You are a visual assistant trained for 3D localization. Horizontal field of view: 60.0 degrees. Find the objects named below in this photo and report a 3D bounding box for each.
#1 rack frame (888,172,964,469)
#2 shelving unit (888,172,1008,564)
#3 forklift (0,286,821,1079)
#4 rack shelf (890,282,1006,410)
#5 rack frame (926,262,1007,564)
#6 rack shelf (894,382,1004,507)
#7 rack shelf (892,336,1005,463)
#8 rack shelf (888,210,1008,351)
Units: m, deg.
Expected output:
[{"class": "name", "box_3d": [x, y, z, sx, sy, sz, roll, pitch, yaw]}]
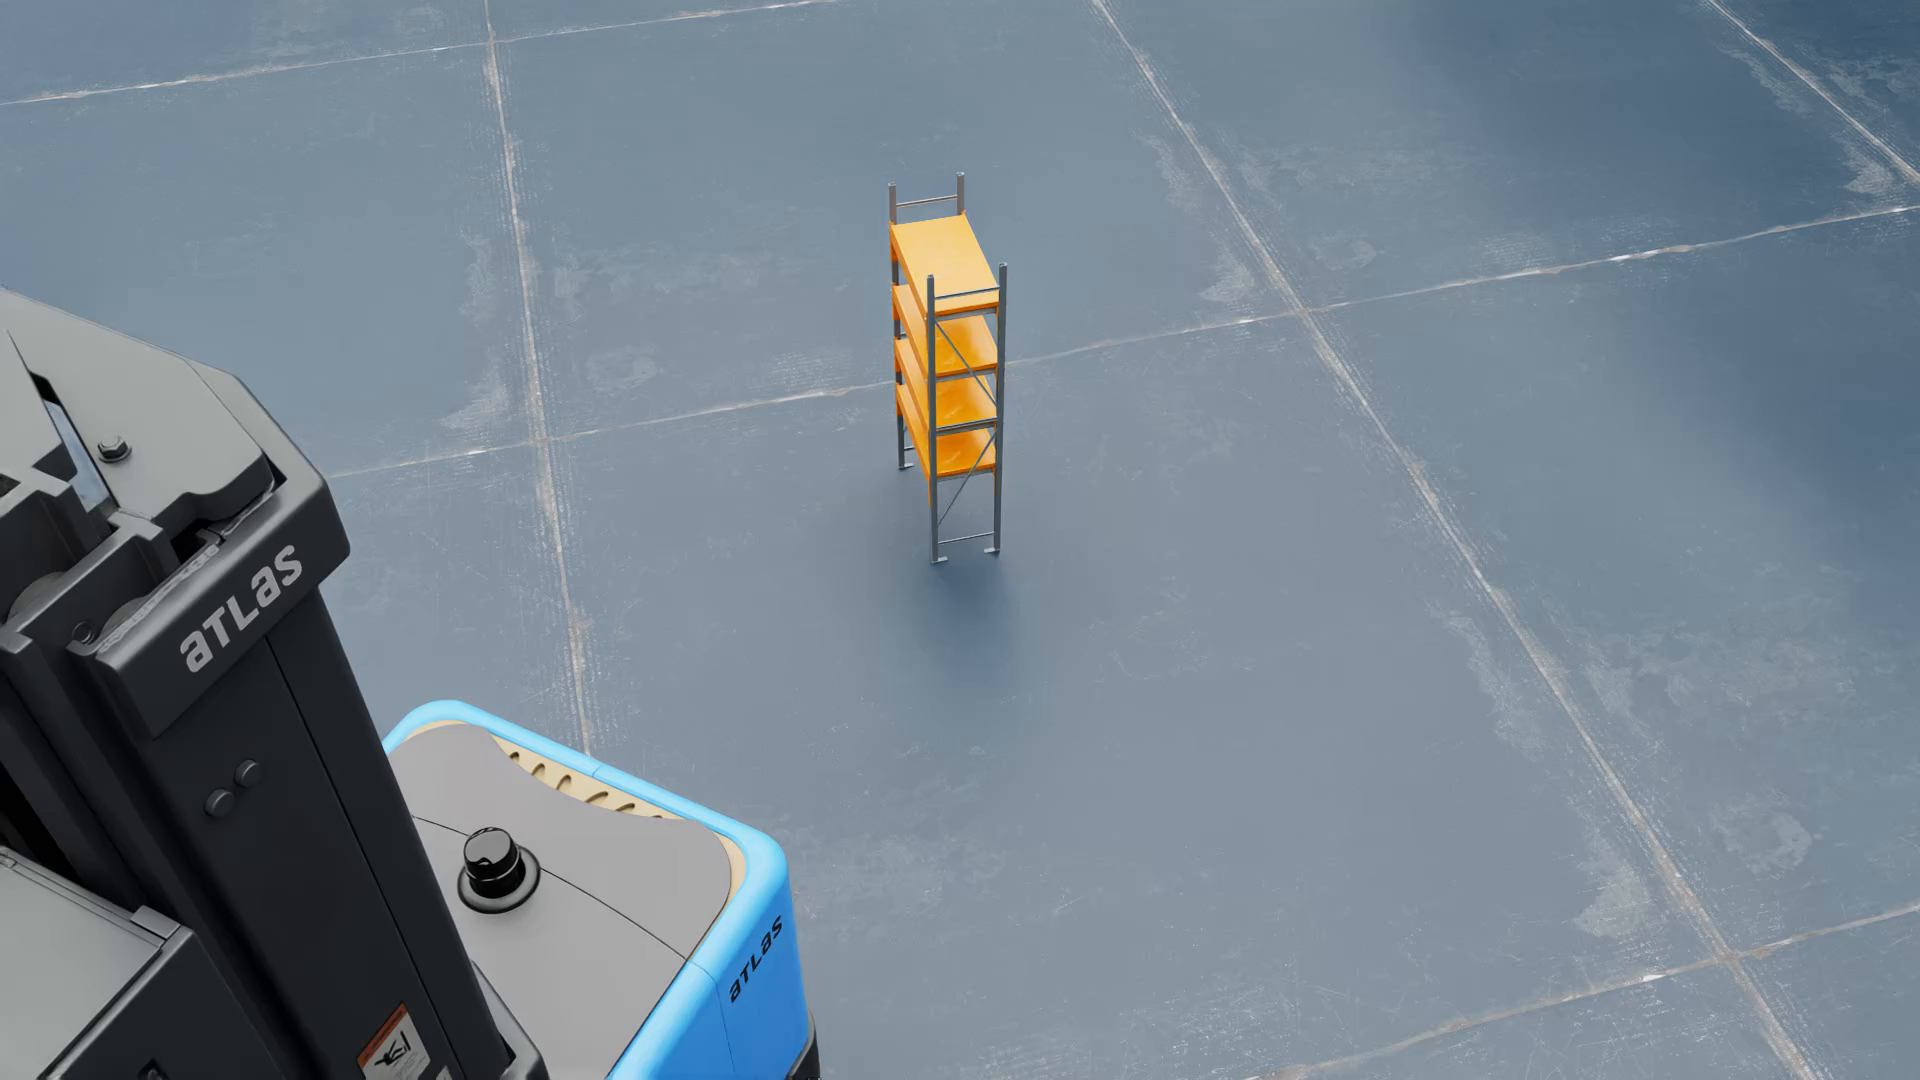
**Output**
[{"class": "rack frame", "box_3d": [-0.105, -0.703, 5.599, 0.240, 1.200, 0.015, -11, 47, -10]}, {"class": "shelving unit", "box_3d": [-0.042, -0.534, 5.433, 0.258, 1.200, 0.503, -11, 47, -10]}, {"class": "forklift", "box_3d": [-1.469, 1.175, 2.546, 1.130, 2.935, 3.031, 20, 49, 18]}, {"class": "rack shelf", "box_3d": [-0.042, -0.644, 5.322, 0.258, 0.148, 0.480, -11, 47, -10]}, {"class": "rack frame", "box_3d": [0.020, -0.366, 5.268, 0.240, 1.200, 0.015, -11, 47, -10]}, {"class": "rack shelf", "box_3d": [-0.042, -0.348, 5.623, 0.258, 0.148, 0.480, -11, 47, -10]}, {"class": "rack shelf", "box_3d": [-0.042, -0.487, 5.482, 0.258, 0.148, 0.480, -11, 47, -10]}, {"class": "rack shelf", "box_3d": [-0.042, -0.809, 5.153, 0.258, 0.148, 0.480, -11, 47, -10]}]
